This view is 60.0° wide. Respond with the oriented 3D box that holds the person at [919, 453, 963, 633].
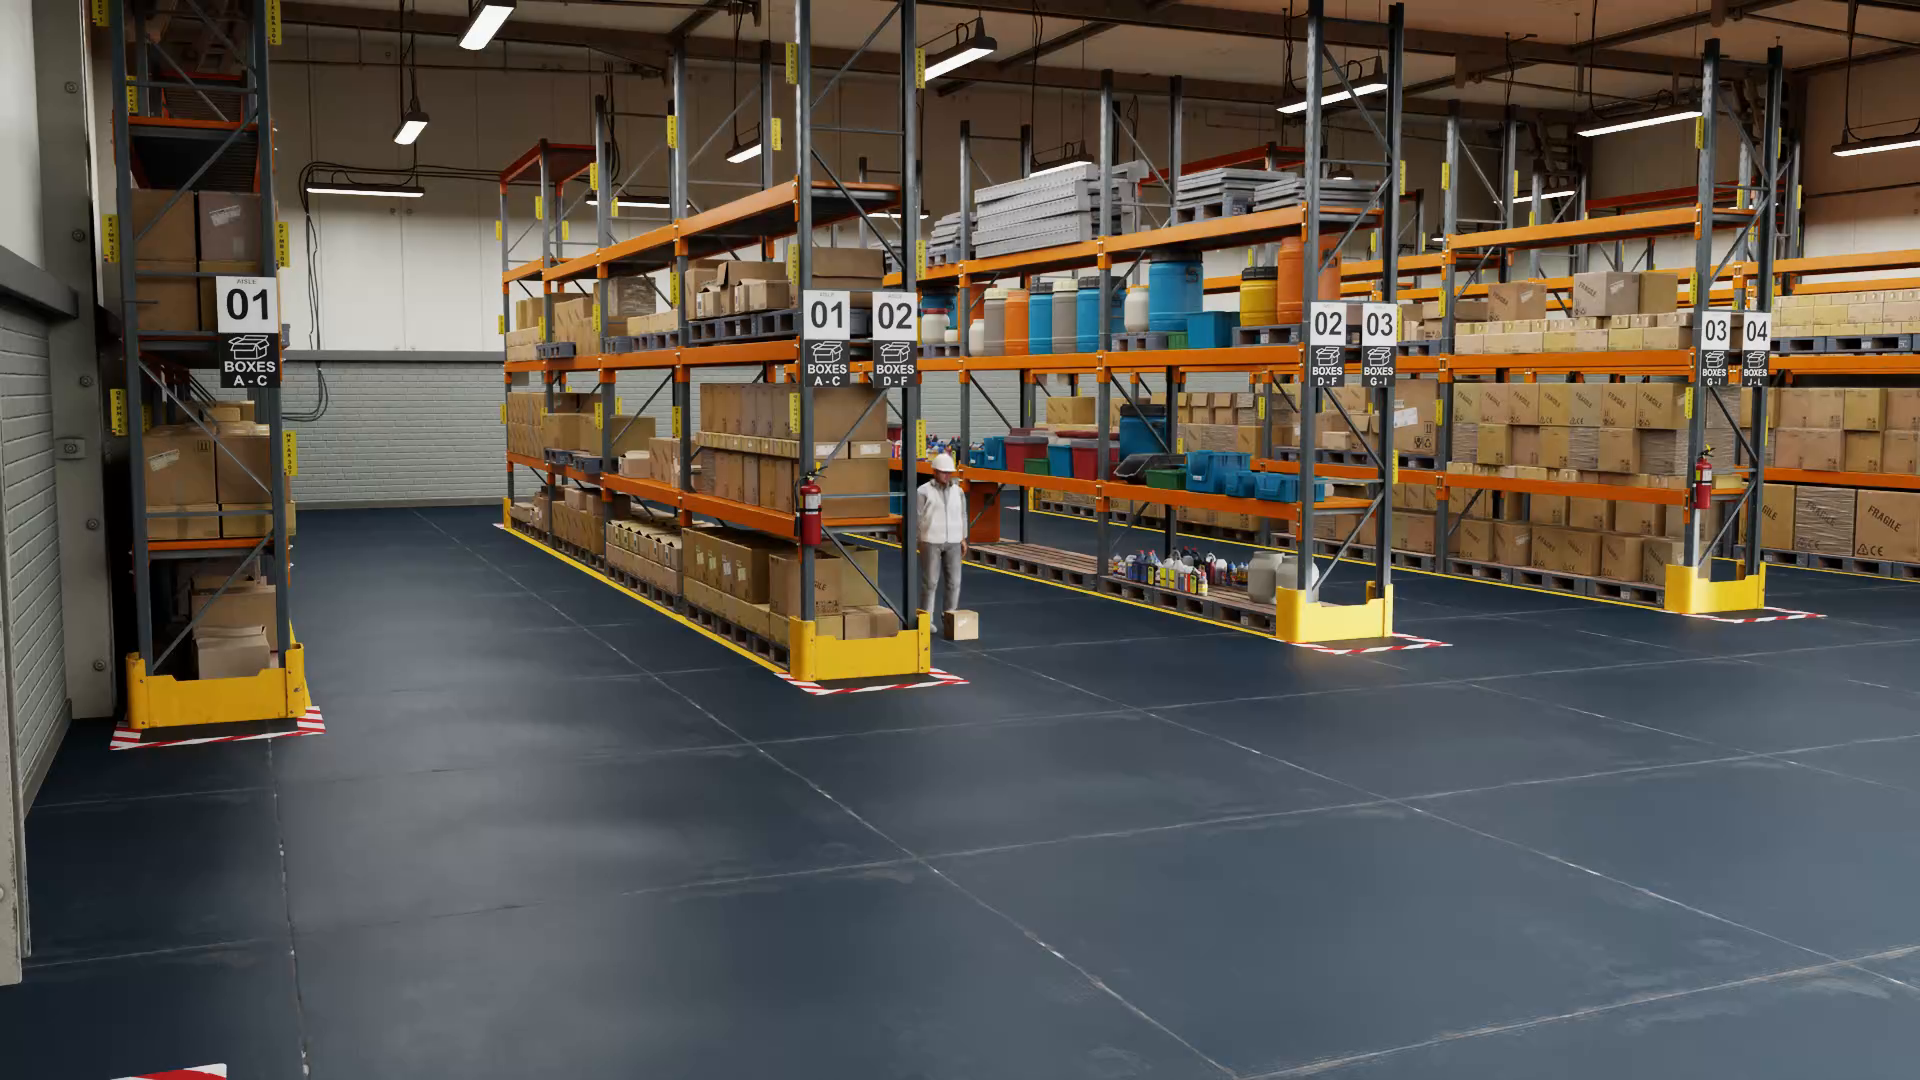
[{"bbox_3d":[-0.189,0.025,16.400,0.445,1.764,0.357,-2,6,-23],"label":"person"}]
